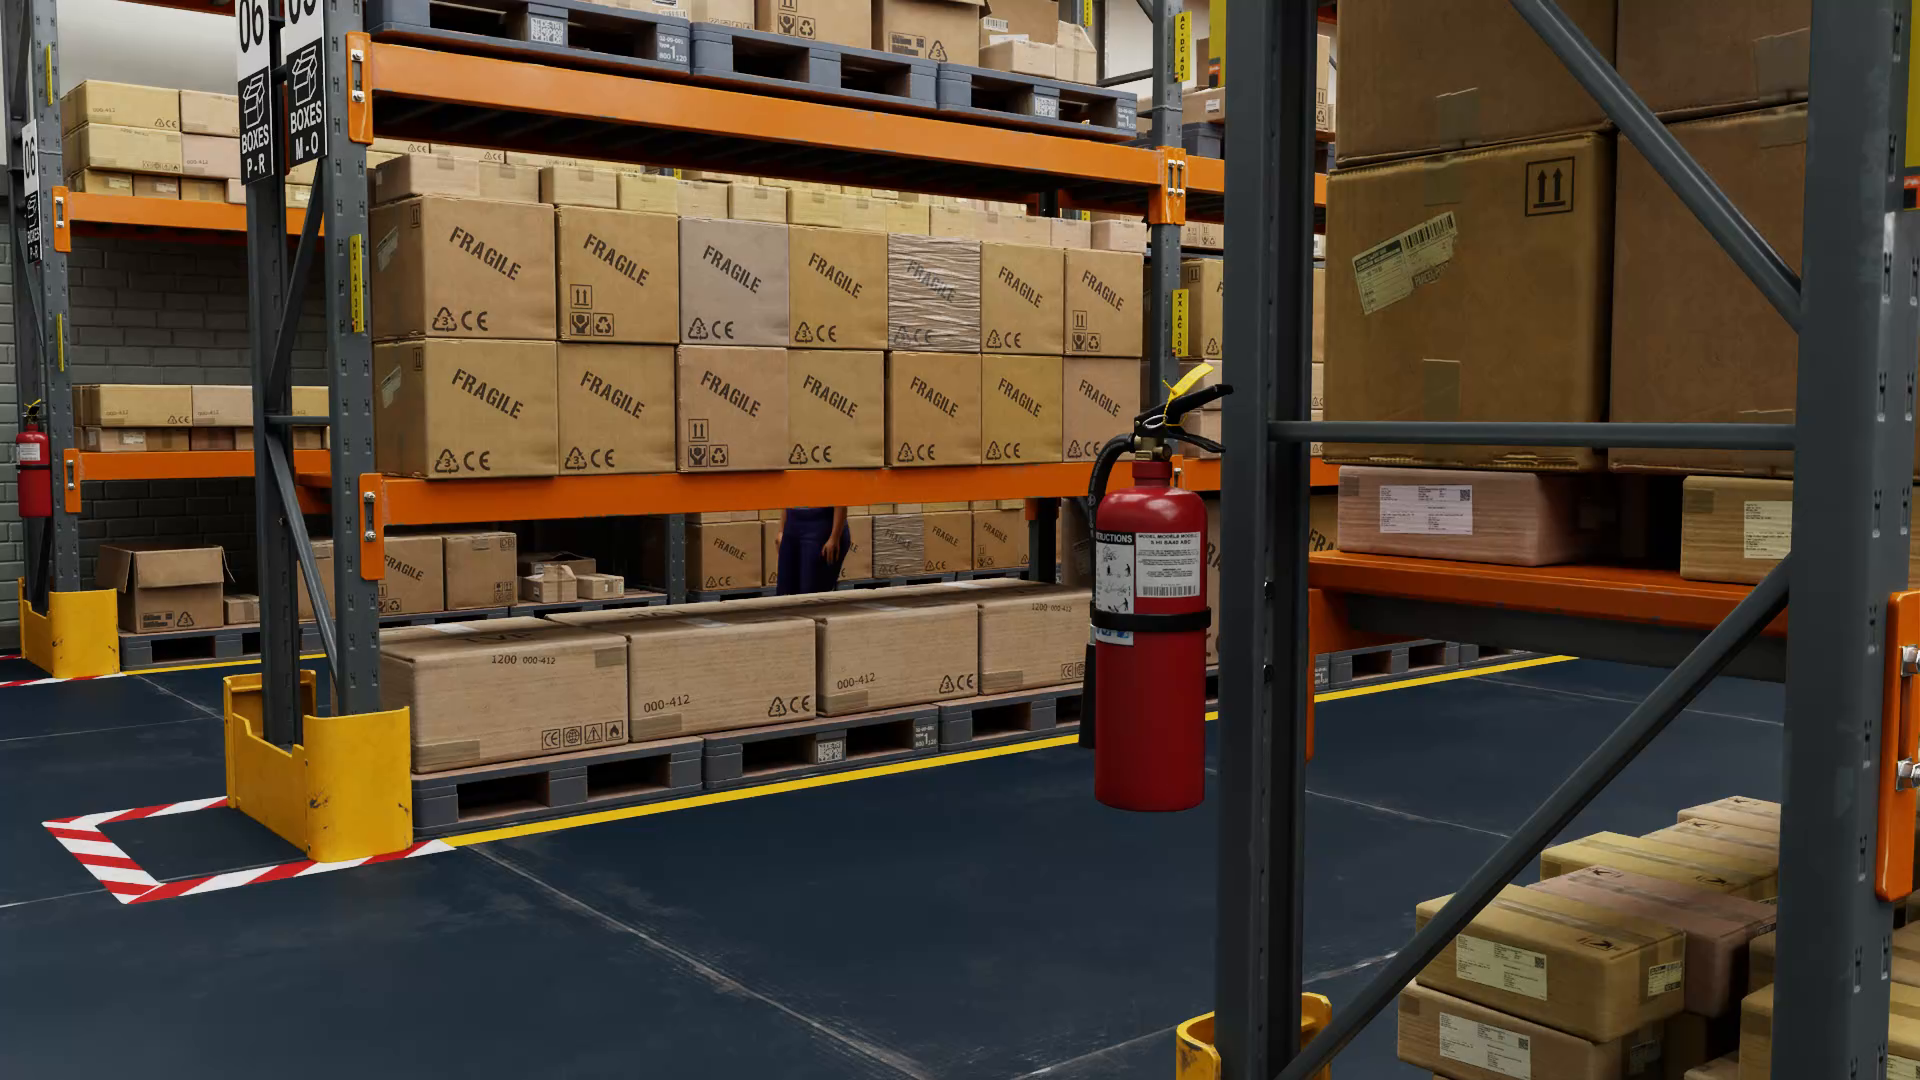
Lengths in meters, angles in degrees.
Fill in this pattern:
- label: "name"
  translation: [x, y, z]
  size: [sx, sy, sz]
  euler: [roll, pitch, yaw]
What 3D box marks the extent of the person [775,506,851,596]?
- label: "person"
  translation: [-0.869, -0.005, 9.371]
  size: [0.425, 1.651, 0.563]
  euler: [-4, 6, -42]
